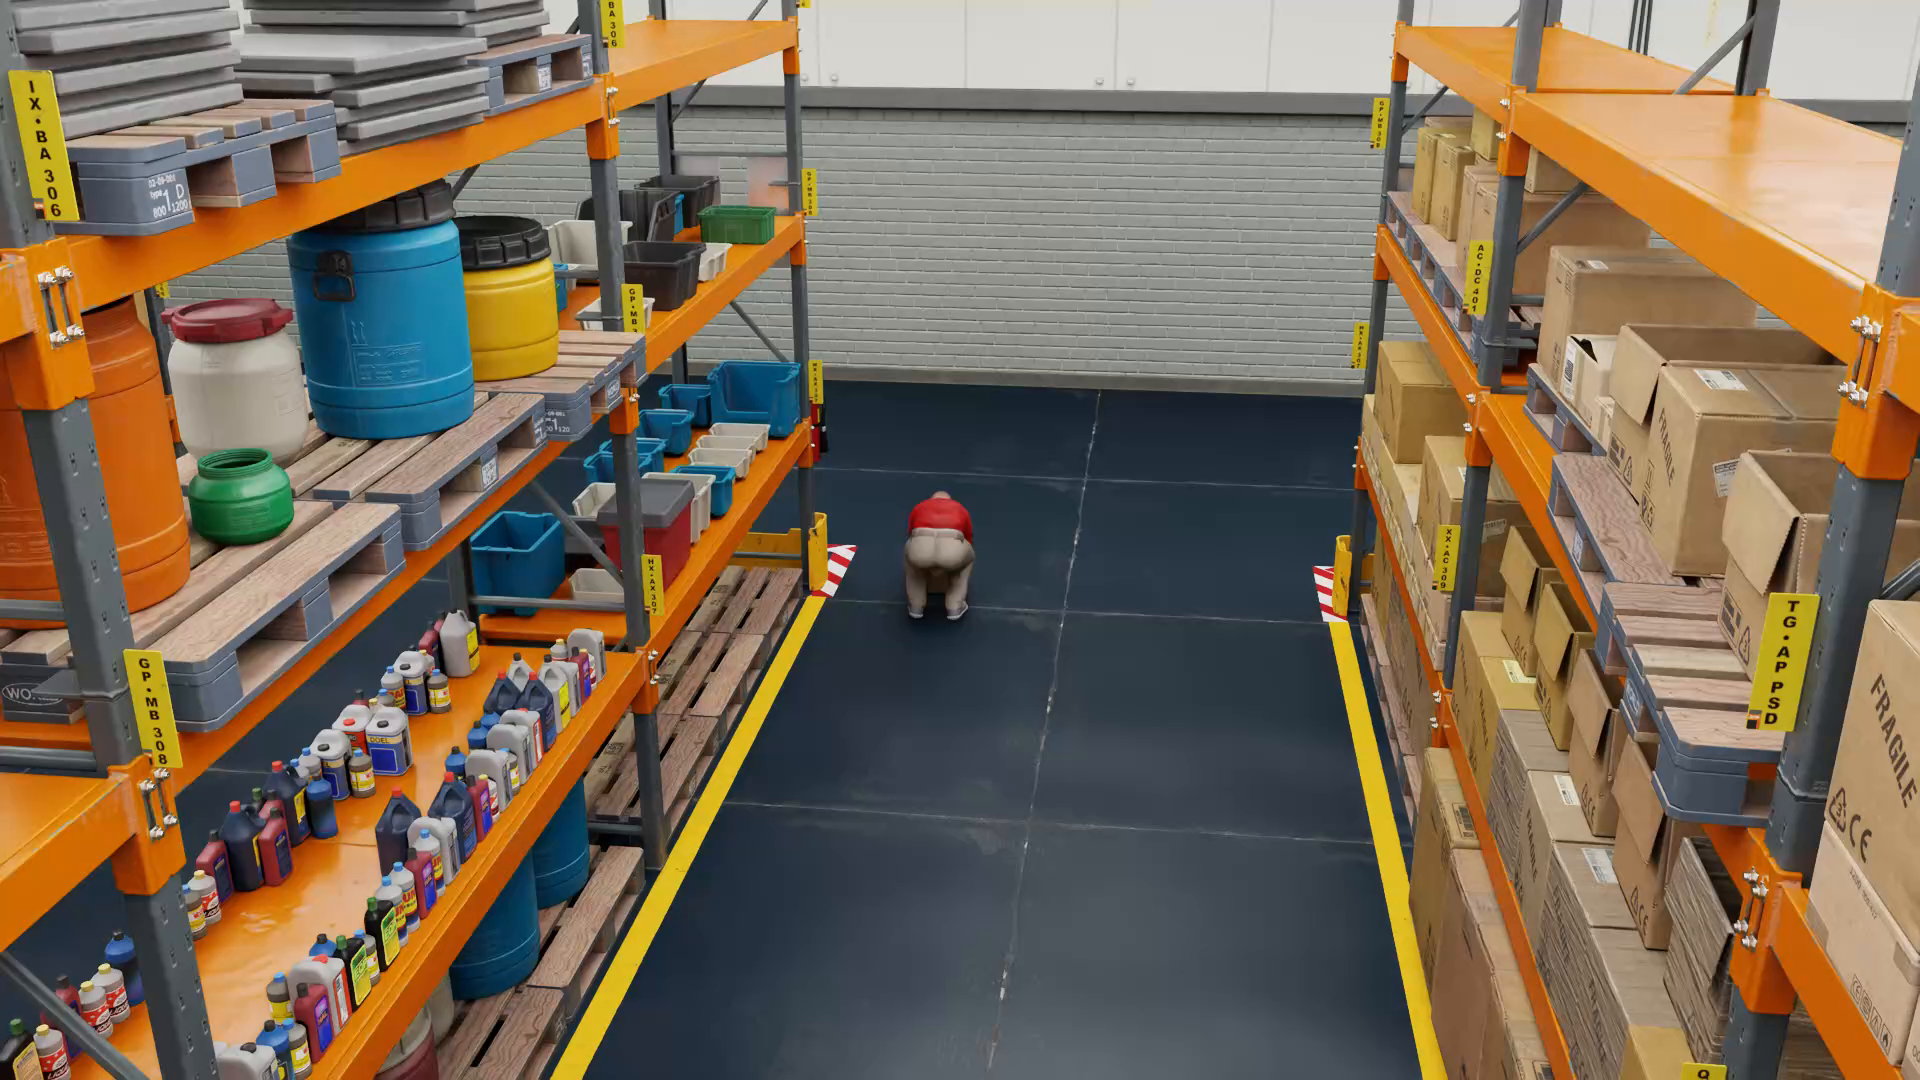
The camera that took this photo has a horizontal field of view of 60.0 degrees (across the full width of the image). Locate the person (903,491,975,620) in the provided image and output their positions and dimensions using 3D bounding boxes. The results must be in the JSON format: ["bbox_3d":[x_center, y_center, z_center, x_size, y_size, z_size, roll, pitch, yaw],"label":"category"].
[{"bbox_3d":[-0.155,0.116,12.153,0.533,0.803,0.951,2,21,5],"label":"person"}]
